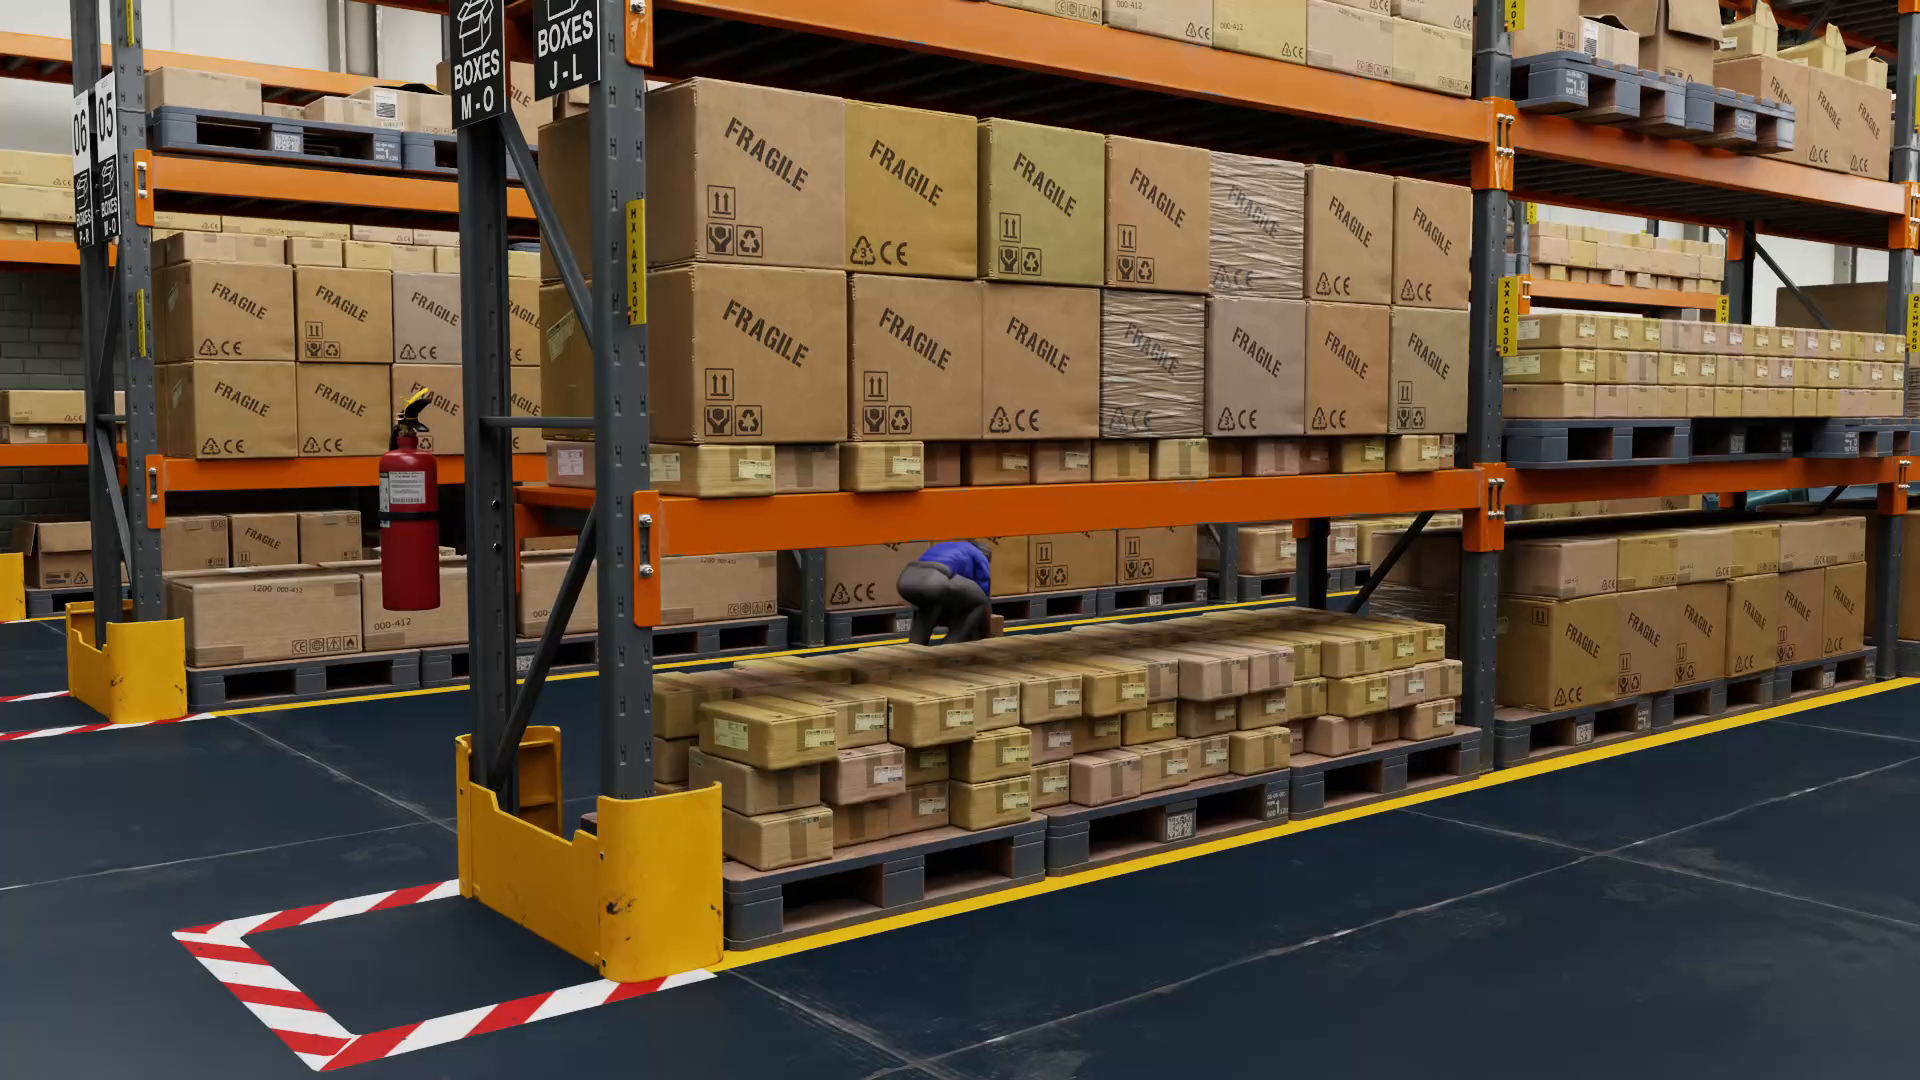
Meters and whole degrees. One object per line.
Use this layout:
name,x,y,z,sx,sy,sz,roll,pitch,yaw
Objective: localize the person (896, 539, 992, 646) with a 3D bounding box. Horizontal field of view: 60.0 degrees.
person,-0.052,0.385,10.369,0.451,0.757,0.861,3,5,36
